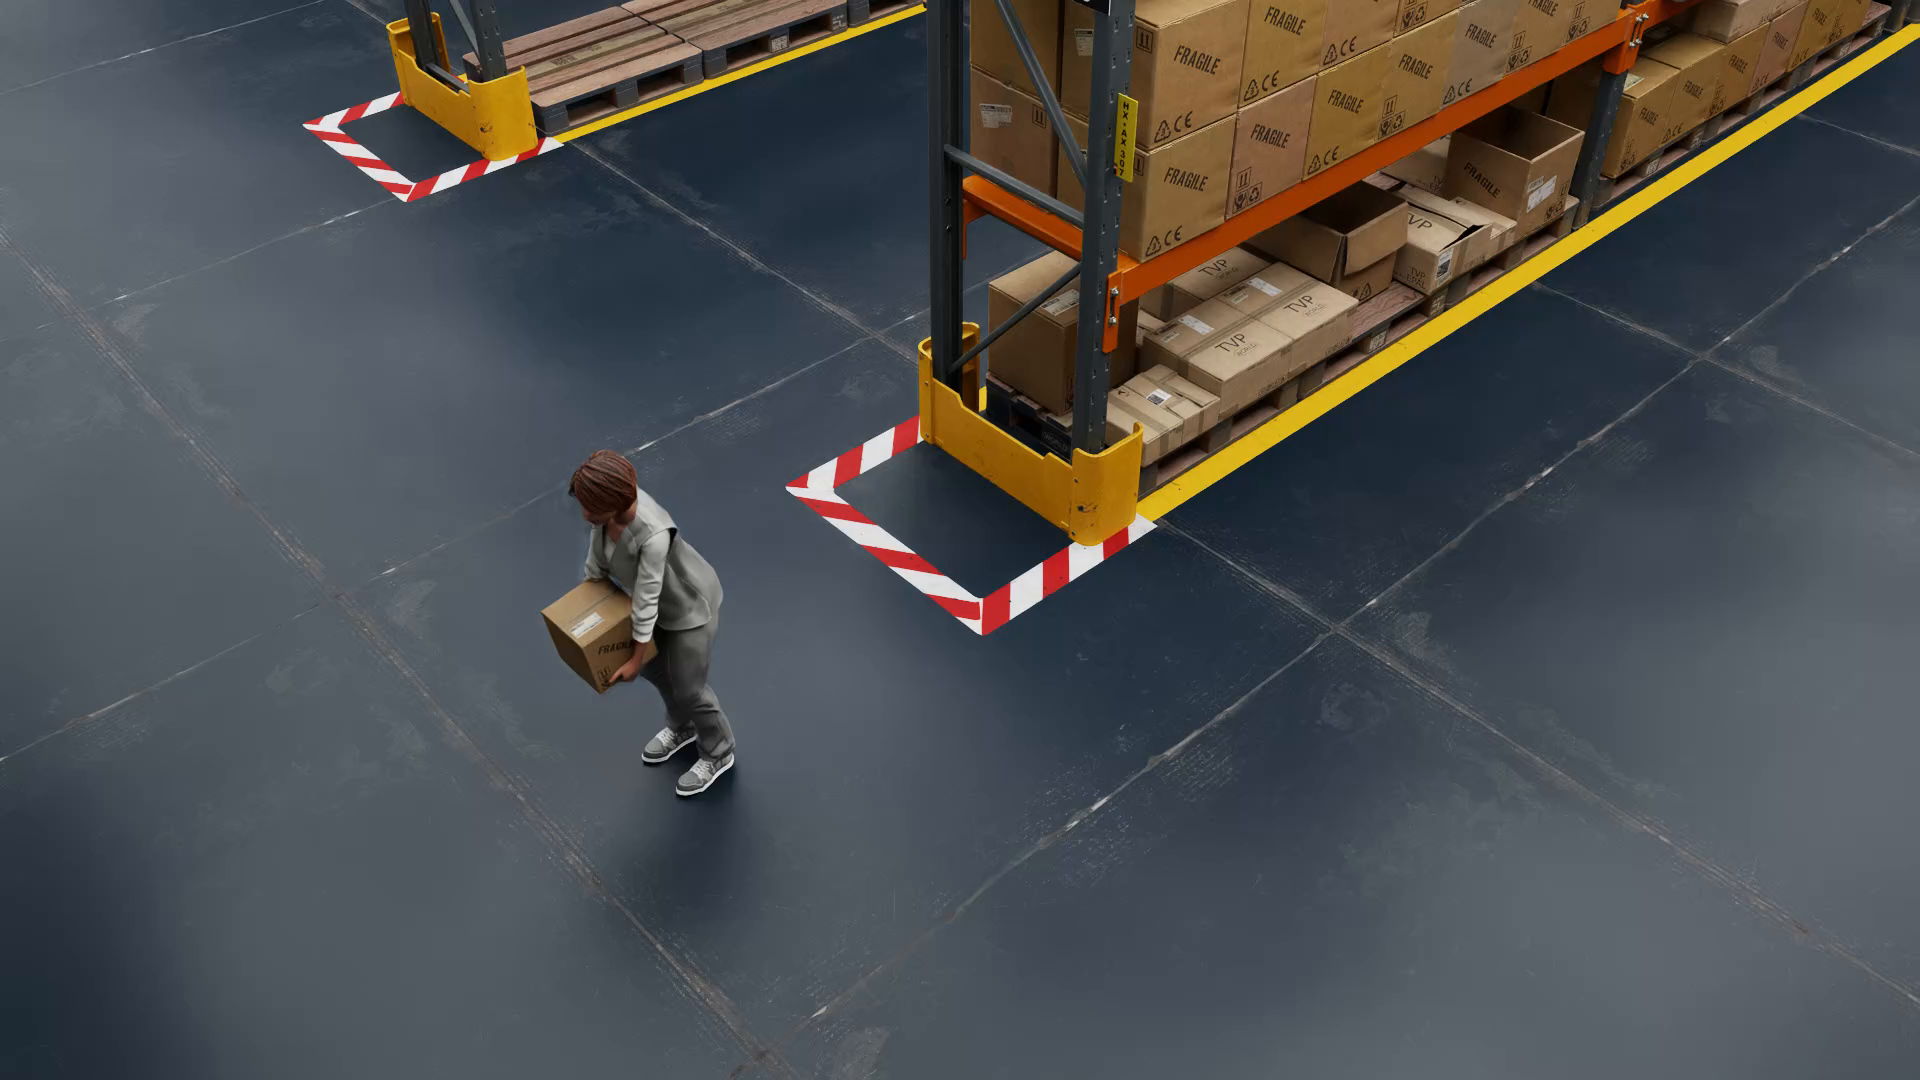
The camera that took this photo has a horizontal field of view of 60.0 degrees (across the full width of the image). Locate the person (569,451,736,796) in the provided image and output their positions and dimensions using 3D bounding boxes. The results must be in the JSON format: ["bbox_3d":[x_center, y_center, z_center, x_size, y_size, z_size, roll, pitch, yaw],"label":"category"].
[{"bbox_3d":[-1.088,0.290,5.857,0.533,1.560,0.372,-32,50,-32],"label":"person"}]
